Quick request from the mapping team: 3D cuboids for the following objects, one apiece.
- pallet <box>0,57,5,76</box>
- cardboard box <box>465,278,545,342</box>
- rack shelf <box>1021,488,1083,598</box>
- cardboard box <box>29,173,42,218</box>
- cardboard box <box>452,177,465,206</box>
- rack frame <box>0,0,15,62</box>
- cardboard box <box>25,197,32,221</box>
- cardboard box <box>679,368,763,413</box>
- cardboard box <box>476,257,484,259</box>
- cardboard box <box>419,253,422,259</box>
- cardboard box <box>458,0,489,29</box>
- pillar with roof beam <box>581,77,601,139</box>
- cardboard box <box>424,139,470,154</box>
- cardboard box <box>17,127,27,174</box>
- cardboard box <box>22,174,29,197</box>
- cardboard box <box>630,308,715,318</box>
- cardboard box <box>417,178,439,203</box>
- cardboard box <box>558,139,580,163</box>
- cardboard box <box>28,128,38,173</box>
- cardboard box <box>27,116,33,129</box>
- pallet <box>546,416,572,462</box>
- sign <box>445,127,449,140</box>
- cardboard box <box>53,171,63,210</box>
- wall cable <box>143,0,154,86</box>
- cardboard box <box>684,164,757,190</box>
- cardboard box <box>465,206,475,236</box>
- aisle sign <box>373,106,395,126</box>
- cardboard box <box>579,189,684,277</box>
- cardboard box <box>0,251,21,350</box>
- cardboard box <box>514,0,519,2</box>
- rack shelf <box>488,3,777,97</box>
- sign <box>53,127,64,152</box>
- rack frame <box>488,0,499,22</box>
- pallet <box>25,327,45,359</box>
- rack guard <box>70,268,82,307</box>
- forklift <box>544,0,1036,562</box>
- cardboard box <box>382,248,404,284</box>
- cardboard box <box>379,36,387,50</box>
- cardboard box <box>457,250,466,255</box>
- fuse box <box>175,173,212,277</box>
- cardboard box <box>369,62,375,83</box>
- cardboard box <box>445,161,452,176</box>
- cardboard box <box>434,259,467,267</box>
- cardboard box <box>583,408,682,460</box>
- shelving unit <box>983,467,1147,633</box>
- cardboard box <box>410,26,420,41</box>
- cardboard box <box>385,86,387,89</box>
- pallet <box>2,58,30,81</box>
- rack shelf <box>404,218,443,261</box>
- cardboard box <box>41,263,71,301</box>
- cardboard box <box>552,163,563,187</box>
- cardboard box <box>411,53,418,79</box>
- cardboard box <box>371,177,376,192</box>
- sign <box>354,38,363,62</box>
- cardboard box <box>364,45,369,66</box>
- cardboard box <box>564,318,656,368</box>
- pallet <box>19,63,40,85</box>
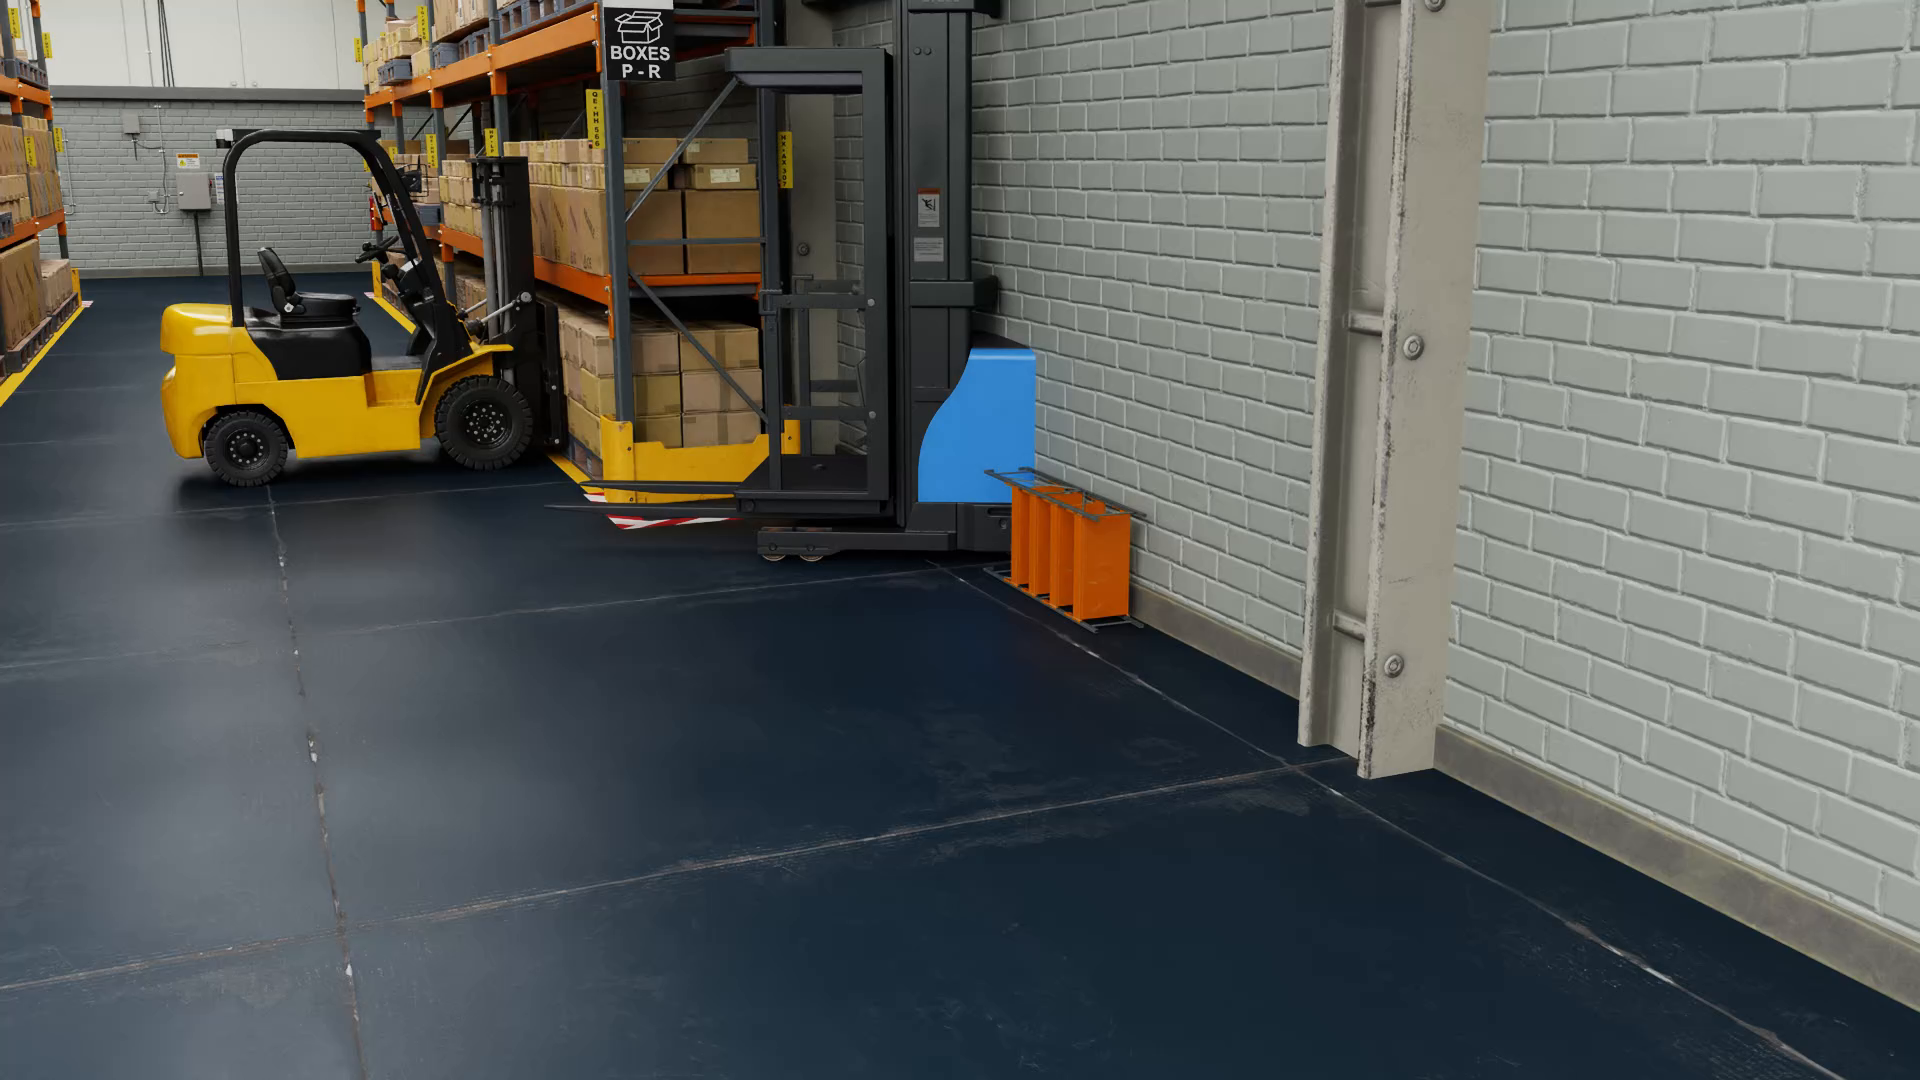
[{"bbox_3d":[-10.493,-4.956,17.404,0.805,0.209,1.217,-6,14,-25],"label":"pallet"},{"bbox_3d":[-4.251,-2.179,15.967,0.875,0.625,0.625,-5,14,-21],"label":"cardboard box"},{"bbox_3d":[0.429,0.006,7.700,0.258,0.480,0.148,-5,14,-22],"label":"rack shelf"},{"bbox_3d":[-10.854,-3.942,19.029,0.500,0.500,0.500,-5,14,-21],"label":"cardboard box"},{"bbox_3d":[-4.410,-3.239,15.437,0.500,0.250,0.500,-6,14,-24],"label":"cardboard box"},{"bbox_3d":[-10.906,-6.696,17.843,1.000,3.000,0.127,-6,14,-23],"label":"rack frame"},{"bbox_3d":[-10.495,-3.630,18.234,0.500,0.250,0.500,-6,14,-24],"label":"cardboard box"},{"bbox_3d":[-1.550,-0.967,10.455,0.500,0.250,0.500,-5,14,-22],"label":"cardboard box"},{"bbox_3d":[-5.317,-3.156,19.029,0.380,0.149,0.250,-6,14,-25],"label":"cardboard box"},{"bbox_3d":[-6.278,-3.376,19.980,0.380,0.149,0.250,-6,14,-25],"label":"cardboard box"},{"bbox_3d":[-3.975,-4.527,14.168,0.500,0.311,0.500,-6,14,-25],"label":"cardboard box"},{"bbox_3d":[-7.353,-5.742,13.721,9.100,9.000,0.400,-6,14,-23],"label":"pillar with roof beam"},{"bbox_3d":[-6.712,-4.991,21.792,0.500,0.500,0.500,-6,14,-25],"label":"cardboard box"},{"bbox_3d":[-10.497,-4.239,18.094,0.500,0.500,0.500,-5,14,-21],"label":"cardboard box"},{"bbox_3d":[-10.506,-3.874,18.181,0.500,0.250,0.500,-6,14,-23],"label":"cardboard box"},{"bbox_3d":[-1.965,-1.419,11.296,0.500,0.250,0.500,-6,14,-23],"label":"cardboard box"},{"bbox_3d":[-5.476,-3.716,17.674,0.500,0.250,0.500,-6,14,-26],"label":"cardboard box"},{"bbox_3d":[-2.383,-2.509,10.739,0.380,0.149,0.250,-5,14,-22],"label":"cardboard box"},{"bbox_3d":[-11.071,-4.534,19.368,0.500,0.500,0.500,-6,14,-24],"label":"cardboard box"},{"bbox_3d":[-11.176,-4.928,19.634,0.380,0.149,0.250,-6,14,-25],"label":"cardboard box"},{"bbox_3d":[-2.382,-0.790,11.816,1.003,0.211,1.213,-6,14,-23],"label":"pallet"},{"bbox_3d":[-7.445,-5.813,24.063,0.100,0.325,0.005,-6,14,-23],"label":"sign"},{"bbox_3d":[-12.072,-4.572,21.751,0.500,0.500,0.500,-6,14,-23],"label":"cardboard box"},{"bbox_3d":[-14.355,-8.739,26.672,2.355,3.000,0.029,-6,14,-23],"label":"wall cable"},{"bbox_3d":[-1.451,-2.201,10.067,0.380,0.149,0.250,-6,14,-24],"label":"cardboard box"},{"bbox_3d":[-4.187,-2.891,15.043,0.500,0.250,0.500,-5,14,-21],"label":"cardboard box"},{"bbox_3d":[-8.258,-6.303,23.684,0.394,0.787,0.004,-6,14,-23],"label":"aisle sign"},{"bbox_3d":[-1.990,-1.870,10.073,0.500,0.500,0.500,-6,14,-24],"label":"cardboard box"},{"bbox_3d":[-9.504,-2.266,15.790,0.875,0.875,0.875,-6,14,-23],"label":"cardboard box"},{"bbox_3d":[-2.945,-3.883,11.745,0.380,0.149,0.250,-5,14,-21],"label":"cardboard box"},{"bbox_3d":[-2.353,-3.267,11.276,1.077,0.370,4.000,-6,14,-23],"label":"rack shelf"},{"bbox_3d":[-12.005,-5.325,22.132,0.100,0.325,0.005,-6,14,-23],"label":"sign"},{"bbox_3d":[-3.155,-5.492,12.642,1.000,3.000,0.127,-6,14,-23],"label":"rack frame"},{"bbox_3d":[-10.035,-2.009,17.084,1.003,0.211,1.213,-6,14,-23],"label":"pallet"},{"bbox_3d":[-12.518,-3.387,22.393,1.175,0.500,0.348,-6,14,-23],"label":"rack guard"},{"bbox_3d":[-0.628,-1.437,8.579,3.031,2.935,1.130,1,13,4],"label":"forklift"},{"bbox_3d":[-7.803,-3.902,23.682,0.797,0.503,0.637,-6,14,-25],"label":"cardboard box"},{"bbox_3d":[-6.641,-5.858,19.620,0.380,0.149,0.250,-5,14,-21],"label":"cardboard box"},{"bbox_3d":[-5.948,-3.475,20.405,0.380,0.149,0.250,-6,14,-25],"label":"cardboard box"},{"bbox_3d":[-12.805,-5.294,27.949,0.539,1.711,0.414,-6,14,-23],"label":"fuse box"},{"bbox_3d":[-7.618,-6.255,22.265,0.500,0.250,0.500,-6,14,-25],"label":"cardboard box"},{"bbox_3d":[-4.791,-3.613,16.167,0.380,0.149,0.250,-5,14,-22],"label":"cardboard box"},{"bbox_3d":[-5.692,-3.054,18.587,0.380,0.149,0.250,-6,14,-26],"label":"cardboard box"},{"bbox_3d":[-2.030,-0.676,10.307,0.500,0.250,0.500,-6,14,-23],"label":"cardboard box"},{"bbox_3d":[0.455,0.020,7.639,0.258,0.503,1.200,-5,14,-22],"label":"shelving unit"},{"bbox_3d":[-5.686,-5.435,17.839,0.380,0.149,0.250,-6,14,-23],"label":"cardboard box"},{"bbox_3d":[-7.063,-5.767,21.039,0.380,0.149,0.250,-6,14,-23],"label":"cardboard box"},{"bbox_3d":[-11.224,-5.361,18.926,1.003,0.211,1.213,-6,14,-23],"label":"pallet"},{"bbox_3d":[-5.558,-3.458,18.756,1.077,0.370,4.000,-6,14,-23],"label":"rack shelf"},{"bbox_3d":[-11.778,-3.240,20.968,0.875,0.438,0.875,-5,14,-21],"label":"cardboard box"},{"bbox_3d":[-2.484,-2.417,10.999,0.380,0.149,0.250,-6,14,-23],"label":"cardboard box"},{"bbox_3d":[-5.588,-5.075,17.826,0.500,0.250,0.500,-6,14,-23],"label":"cardboard box"},{"bbox_3d":[-8.027,-5.002,23.504,0.500,0.250,0.500,-6,14,-23],"label":"cardboard box"},{"bbox_3d":[-8.459,-6.887,23.382,0.100,0.325,0.005,-6,14,-23],"label":"sign"},{"bbox_3d":[-7.827,-6.604,22.664,0.500,0.250,0.500,-6,14,-23],"label":"cardboard box"},{"bbox_3d":[-2.233,-1.267,10.641,0.500,0.250,0.500,-5,14,-22],"label":"cardboard box"},{"bbox_3d":[-11.709,-5.613,20.013,1.003,0.211,1.213,-6,14,-23],"label":"pallet"}]
